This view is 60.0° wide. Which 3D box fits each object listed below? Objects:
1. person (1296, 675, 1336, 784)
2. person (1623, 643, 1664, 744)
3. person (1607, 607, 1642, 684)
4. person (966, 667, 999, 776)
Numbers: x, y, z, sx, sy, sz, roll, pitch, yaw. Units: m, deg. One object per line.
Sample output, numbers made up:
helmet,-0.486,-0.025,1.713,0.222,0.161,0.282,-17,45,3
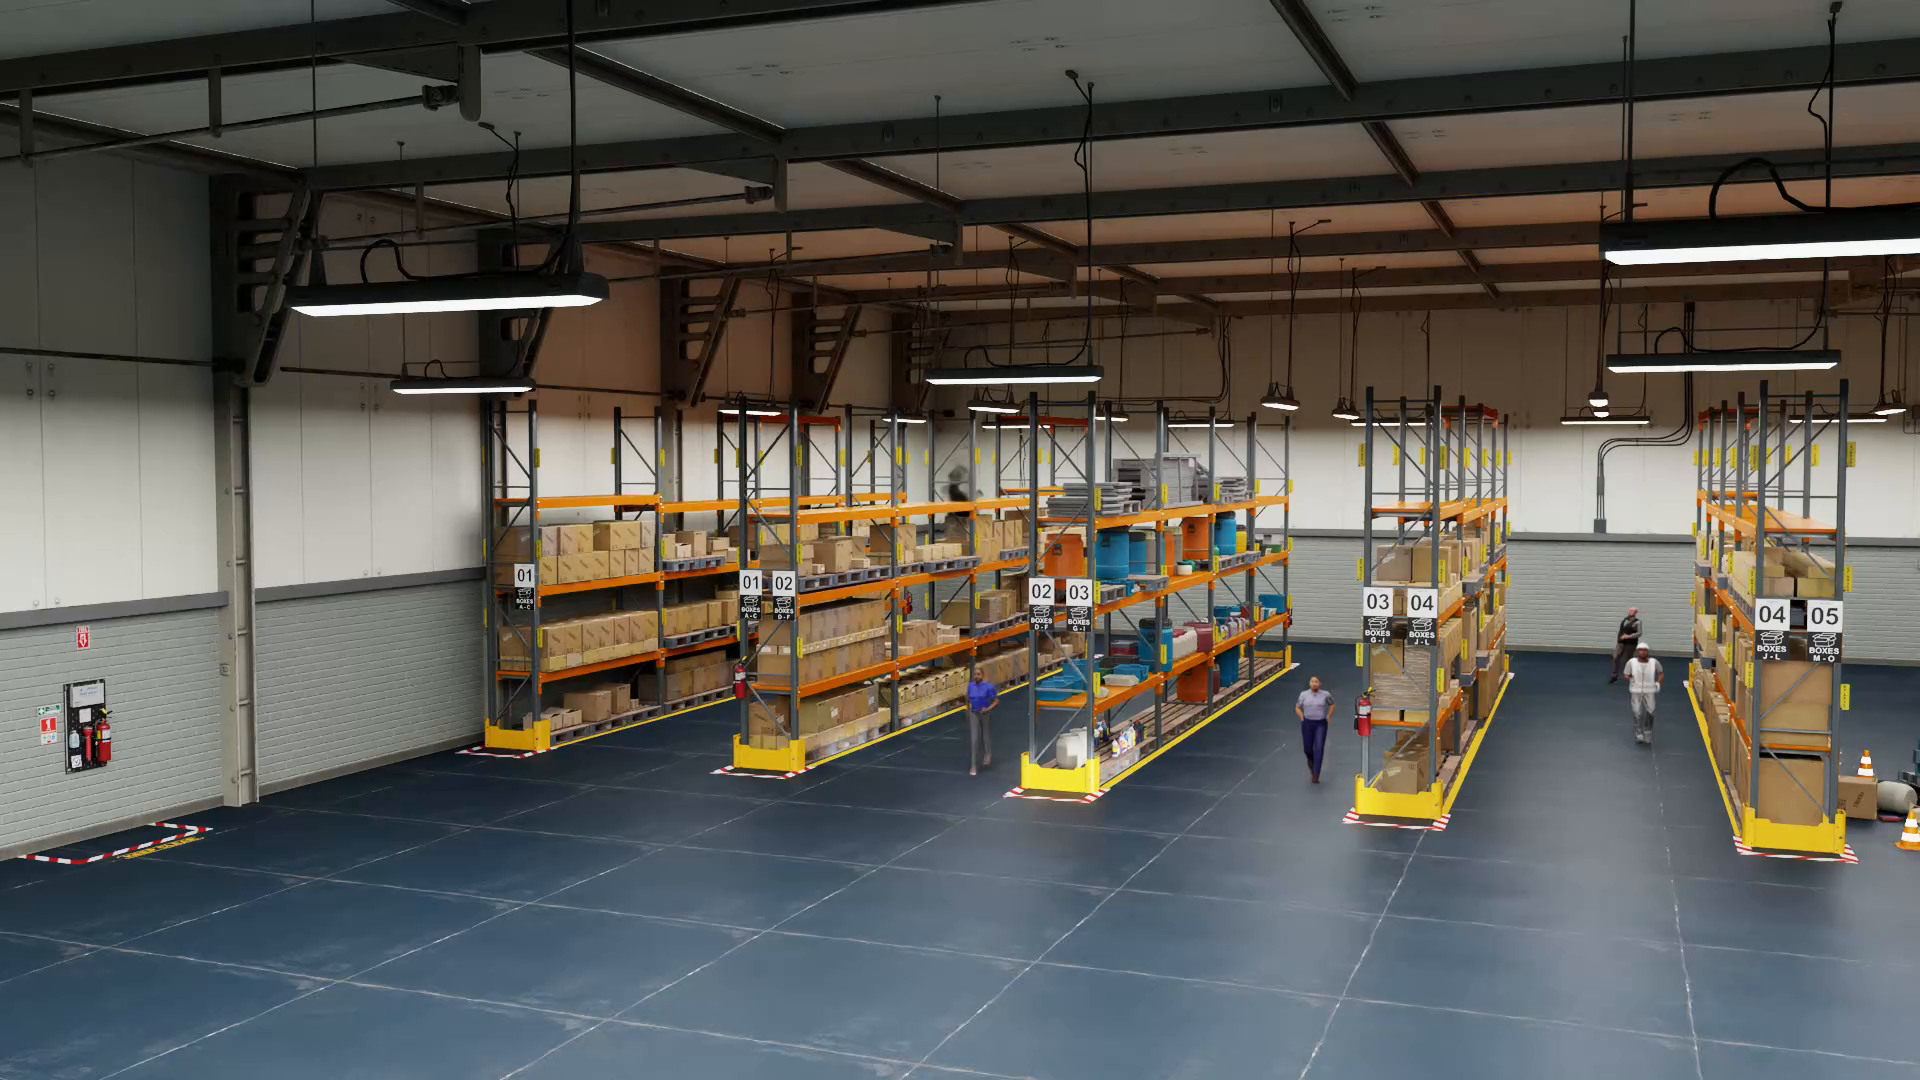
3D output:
person,5.536,2.923,25.925,0.607,1.648,0.841,1,3,16
person,11.946,2.684,29.072,0.662,1.767,0.633,1,3,22
person,14.786,2.328,36.820,0.882,1.703,0.678,-2,3,-29
person,0.358,2.858,26.592,0.571,1.686,0.855,1,3,14
